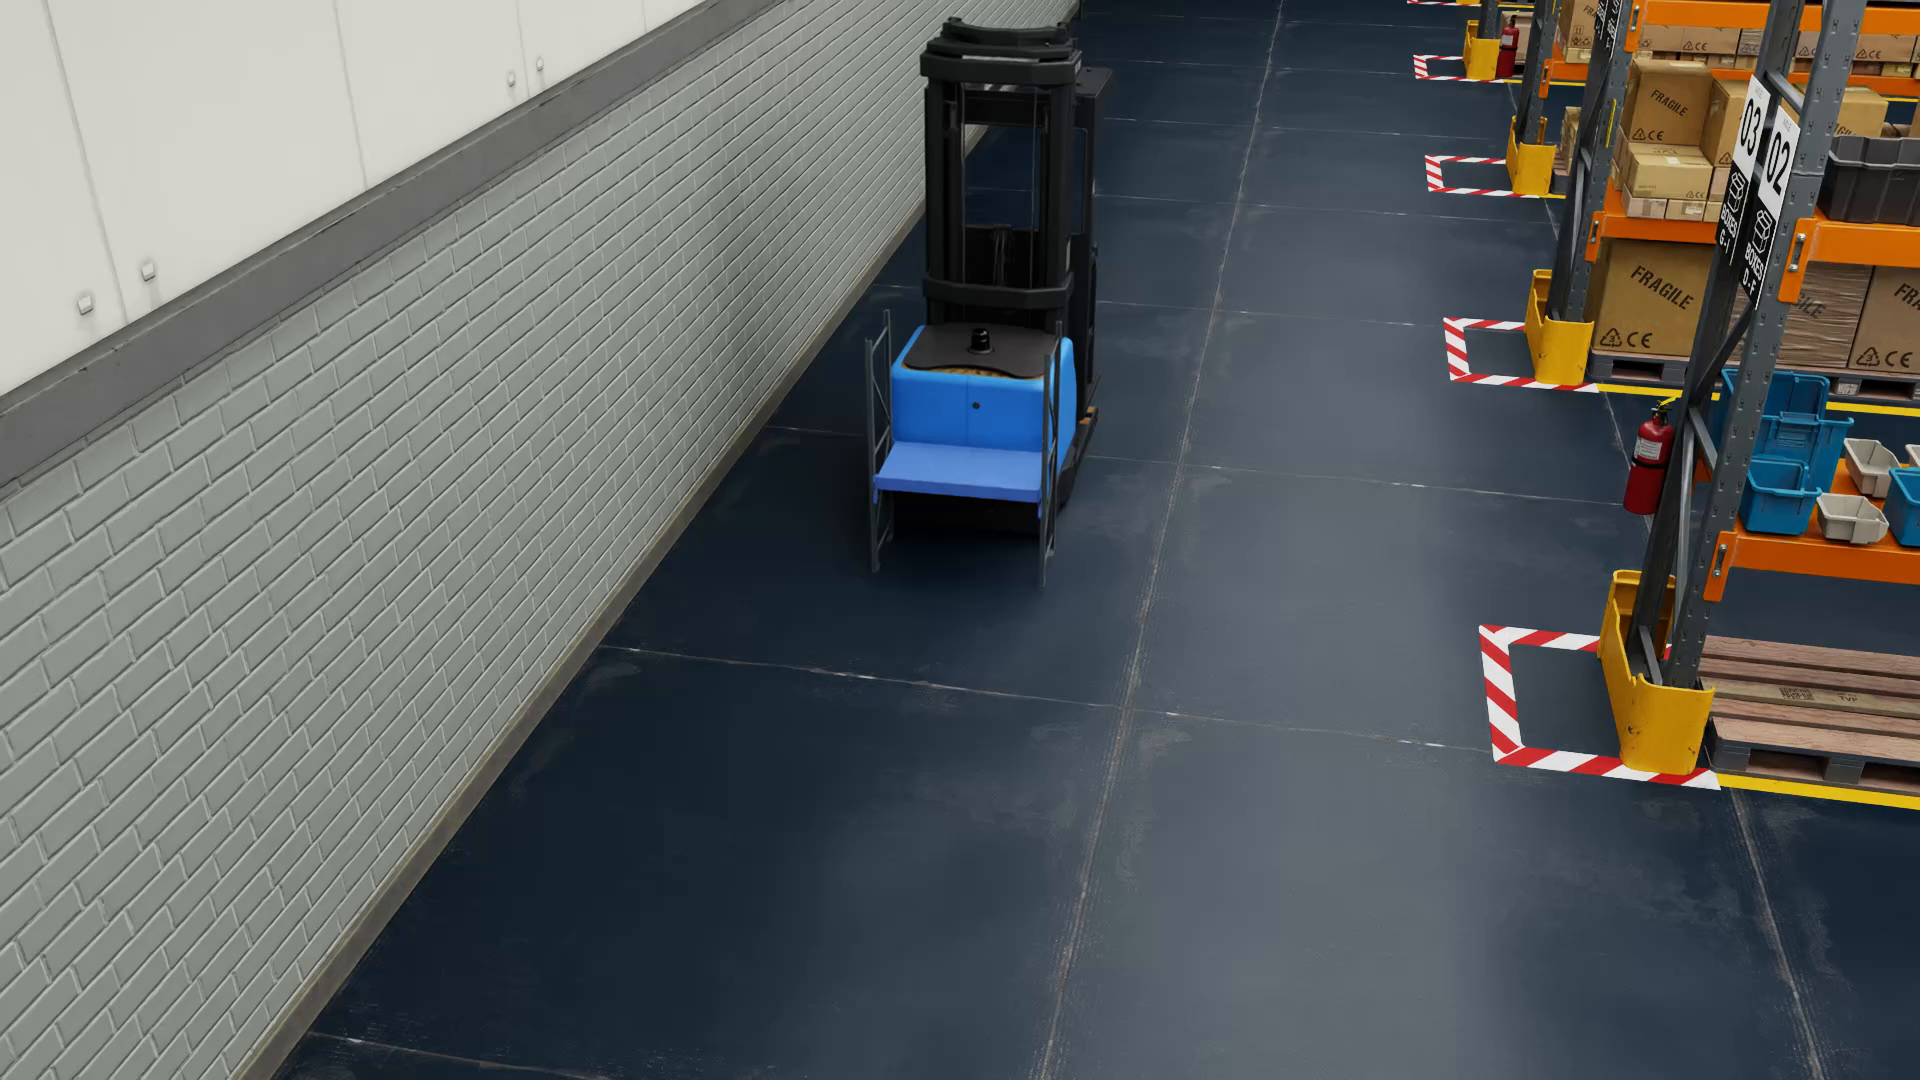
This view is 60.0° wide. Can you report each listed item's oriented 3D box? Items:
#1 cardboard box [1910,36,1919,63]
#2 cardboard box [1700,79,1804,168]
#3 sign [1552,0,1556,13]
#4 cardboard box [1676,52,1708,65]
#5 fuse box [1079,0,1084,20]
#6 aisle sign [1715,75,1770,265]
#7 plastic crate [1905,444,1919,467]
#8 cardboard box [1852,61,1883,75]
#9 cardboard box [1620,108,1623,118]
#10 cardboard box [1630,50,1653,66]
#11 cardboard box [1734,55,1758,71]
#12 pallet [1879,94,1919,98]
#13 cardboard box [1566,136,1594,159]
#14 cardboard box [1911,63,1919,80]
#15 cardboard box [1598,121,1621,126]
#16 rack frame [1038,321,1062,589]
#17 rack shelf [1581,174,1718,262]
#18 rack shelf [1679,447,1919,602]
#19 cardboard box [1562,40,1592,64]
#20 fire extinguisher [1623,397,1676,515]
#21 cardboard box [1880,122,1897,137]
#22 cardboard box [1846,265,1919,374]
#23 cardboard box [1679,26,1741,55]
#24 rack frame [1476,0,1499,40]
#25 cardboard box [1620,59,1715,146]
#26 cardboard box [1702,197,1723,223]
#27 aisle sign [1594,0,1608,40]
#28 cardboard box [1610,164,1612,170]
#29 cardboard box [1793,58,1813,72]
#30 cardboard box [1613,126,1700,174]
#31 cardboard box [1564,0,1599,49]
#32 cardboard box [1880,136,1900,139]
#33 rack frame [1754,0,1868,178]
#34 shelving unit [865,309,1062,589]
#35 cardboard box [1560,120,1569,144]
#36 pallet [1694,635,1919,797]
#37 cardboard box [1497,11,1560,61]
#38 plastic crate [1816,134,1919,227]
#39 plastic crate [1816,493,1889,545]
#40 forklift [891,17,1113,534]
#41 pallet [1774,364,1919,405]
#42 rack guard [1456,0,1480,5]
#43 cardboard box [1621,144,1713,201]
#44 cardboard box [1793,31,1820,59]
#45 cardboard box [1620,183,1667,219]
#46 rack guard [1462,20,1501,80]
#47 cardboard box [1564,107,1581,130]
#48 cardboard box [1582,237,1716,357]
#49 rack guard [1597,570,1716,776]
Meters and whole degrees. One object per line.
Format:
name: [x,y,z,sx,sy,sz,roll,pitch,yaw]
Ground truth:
cardboard box: [9.183,-4.766,15.580,0.500,0.500,0.500,6,29,11]
cardboard box: [5.571,-2.926,11.699,0.500,0.500,0.500,5,29,9]
sign: [5.690,-5.202,15.888,0.005,0.325,0.100,6,29,11]
cardboard box: [7.103,-4.722,16.175,0.250,0.149,0.380,6,29,10]
fuse box: [1.800,-8.373,23.924,0.414,1.711,0.539,6,29,11]
aisle sign: [3.625,-1.717,7.717,0.004,0.787,0.394,6,29,11]
plastic crate: [4.750,-0.310,8.066,0.243,0.136,0.396,6,29,11]
cardboard box: [8.626,-4.572,15.901,0.250,0.149,0.380,5,29,9]
cardboard box: [6.888,-4.319,17.089,0.250,0.149,0.380,5,29,9]
cardboard box: [6.561,-4.722,16.175,0.250,0.149,0.380,5,29,9]
cardboard box: [7.588,-4.648,16.040,0.250,0.149,0.380,7,29,12]
pallet: [11.420,-5.745,20.687,1.213,0.211,1.003,6,29,11]
cardboard box: [6.262,-3.968,16.758,0.250,0.149,0.380,7,29,13]
cardboard box: [9.112,-4.459,15.695,0.250,0.149,0.380,5,29,9]
cardboard box: [6.540,-4.088,16.668,0.250,0.149,0.380,6,29,11]
rack frame: [0.526,-0.487,9.740,0.032,1.500,0.500,5,29,9]
rack shelf: [6.625,-2.242,12.132,4.000,0.370,1.077,6,29,11]
rack shelf: [5.590,0.084,7.883,4.000,0.370,1.077,6,29,11]
cardboard box: [6.052,-4.780,16.282,0.250,0.149,0.380,6,29,10]
fire extinguisher: [3.582,-0.463,8.602,0.183,0.674,0.296,6,29,11]
cardboard box: [9.165,-4.058,16.612,0.250,0.149,0.380,7,30,13]
cardboard box: [7.072,-1.803,12.357,0.875,0.875,0.875,6,29,11]
cardboard box: [7.190,-4.980,15.970,0.500,0.500,0.500,6,29,11]
rack frame: [6.738,-7.412,20.826,0.127,3.000,1.000,6,29,11]
cardboard box: [5.200,-3.226,12.246,0.500,0.500,0.500,6,29,11]
cardboard box: [5.449,-2.406,11.945,0.250,0.149,0.380,5,29,9]
aisle sign: [4.661,-4.046,11.972,0.004,0.787,0.394,6,29,11]
cardboard box: [6.522,-3.820,16.797,0.250,0.149,0.380,6,29,10]
cardboard box: [8.107,-4.615,15.980,0.250,0.149,0.380,5,29,10]
cardboard box: [5.198,-2.898,12.429,0.500,0.250,0.500,5,29,10]
cardboard box: [6.185,-5.076,16.147,0.500,0.500,0.500,7,30,13]
cardboard box: [9.055,-3.791,16.125,0.250,0.149,0.380,6,29,11]
rack frame: [3.634,-3.063,6.636,0.127,3.000,1.000,6,29,11]
shelving unit: [0.027,-0.532,9.823,1.048,1.500,0.538,5,29,9]
cardboard box: [6.379,-4.222,17.222,0.250,0.149,0.380,5,29,9]
pallet: [4.433,0.892,8.562,1.213,0.211,1.003,6,29,11]
cardboard box: [7.405,-6.453,21.306,0.875,0.438,0.875,5,29,9]
plastic crate: [3.953,-1.521,7.078,0.590,0.269,0.497,6,29,11]
plastic crate: [4.104,-0.092,7.668,0.298,0.136,0.250,6,29,11]
forklift: [0.371,-2.012,11.034,1.130,2.935,3.031,6,29,11]
pallet: [6.657,-1.368,12.690,1.213,0.211,1.003,6,29,11]
rack guard: [7.845,-8.639,25.671,0.348,0.500,1.175,6,29,11]
cardboard box: [5.082,-2.647,11.971,0.500,0.250,0.500,5,29,9]
cardboard box: [8.189,-4.869,15.768,0.500,0.500,0.500,6,29,10]
cardboard box: [4.947,-2.457,12.038,0.250,0.149,0.380,6,29,11]
rack guard: [6.715,-6.318,21.431,0.348,0.500,1.175,6,29,11]
cardboard box: [6.374,-4.337,17.123,0.250,0.149,0.380,6,29,11]
cardboard box: [5.311,-1.983,12.686,0.875,0.875,0.875,6,29,11]
rack guard: [3.608,0.669,8.670,0.348,0.500,1.175,6,29,11]
